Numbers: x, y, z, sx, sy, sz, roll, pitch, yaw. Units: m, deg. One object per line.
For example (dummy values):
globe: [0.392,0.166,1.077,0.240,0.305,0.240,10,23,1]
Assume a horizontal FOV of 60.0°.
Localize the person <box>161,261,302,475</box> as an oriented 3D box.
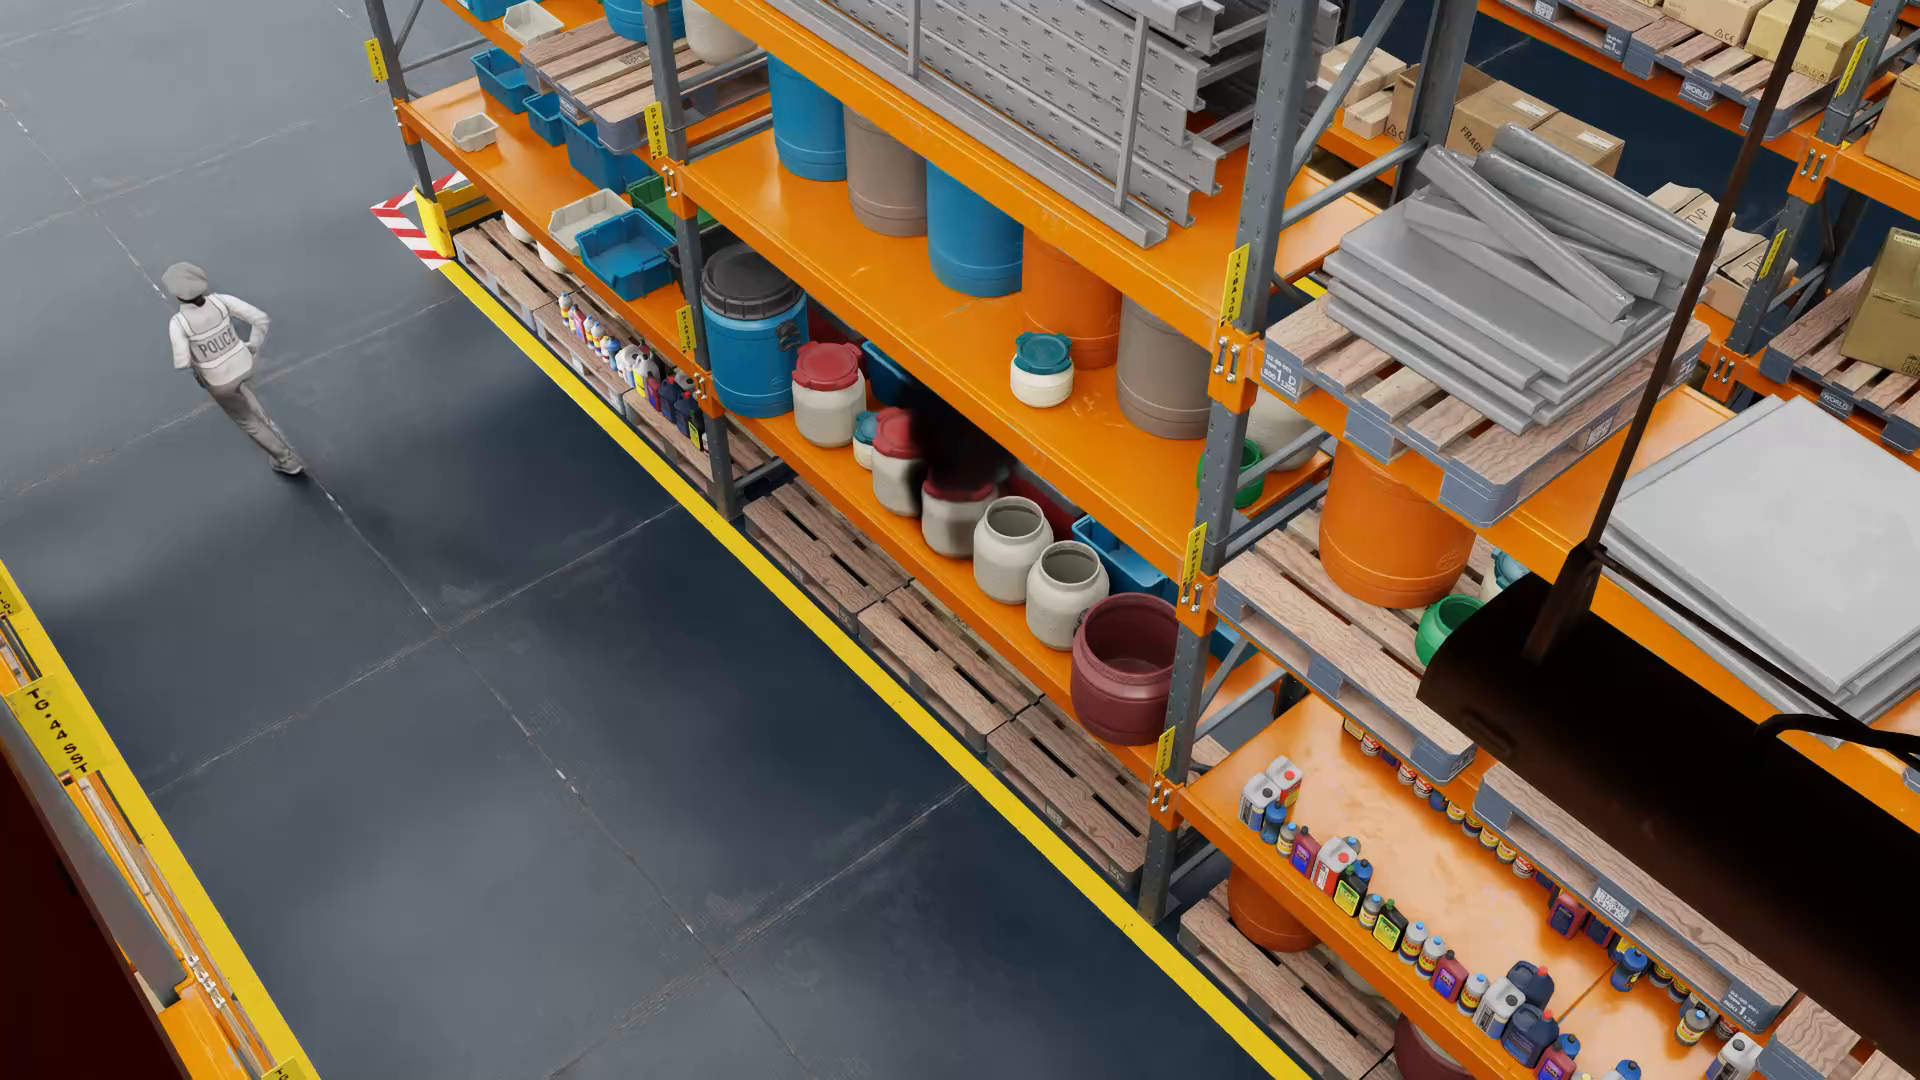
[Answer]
person: [-4.803,-1.116,10.877,0.662,1.649,0.607,24,51,21]
